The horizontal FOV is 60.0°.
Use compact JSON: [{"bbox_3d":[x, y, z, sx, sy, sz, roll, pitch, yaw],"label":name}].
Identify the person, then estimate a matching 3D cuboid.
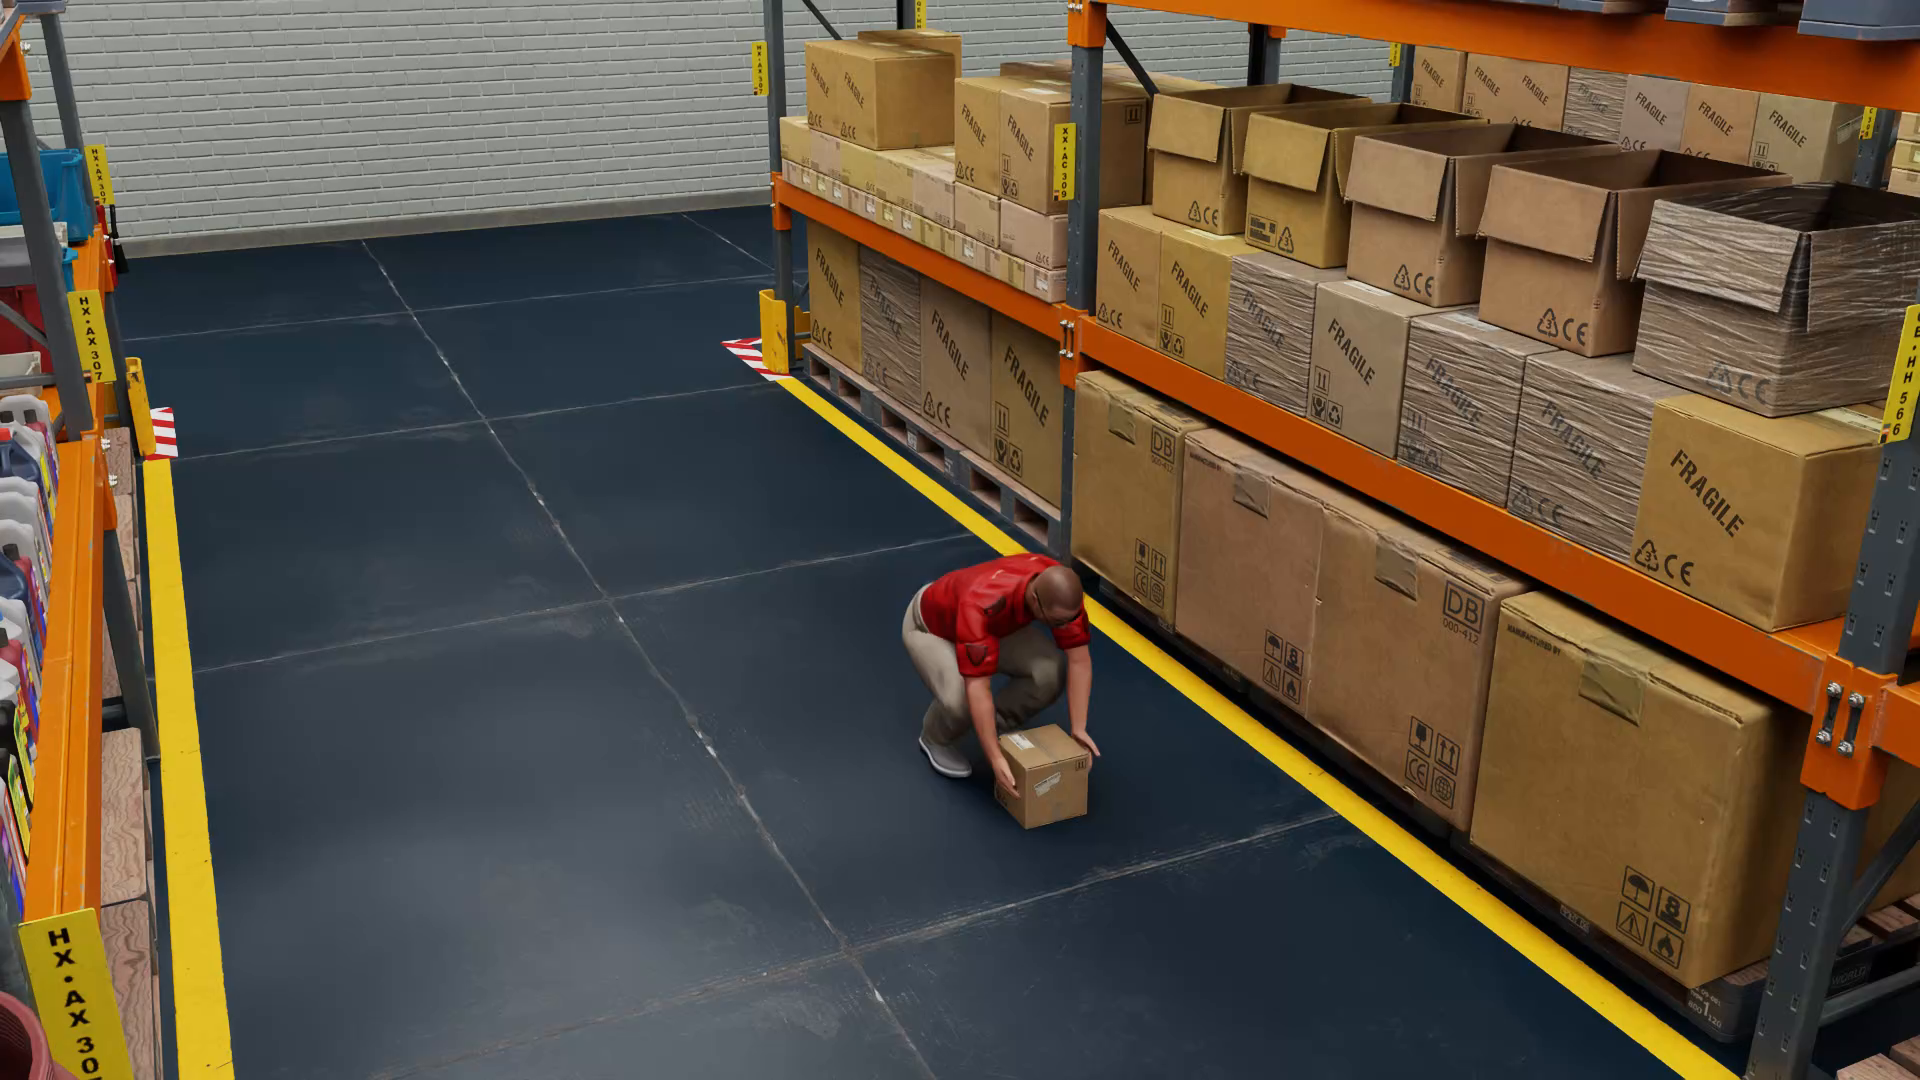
[{"bbox_3d":[0.147,0.424,6.138,0.566,0.930,0.865,-11,25,-26],"label":"person"}]
